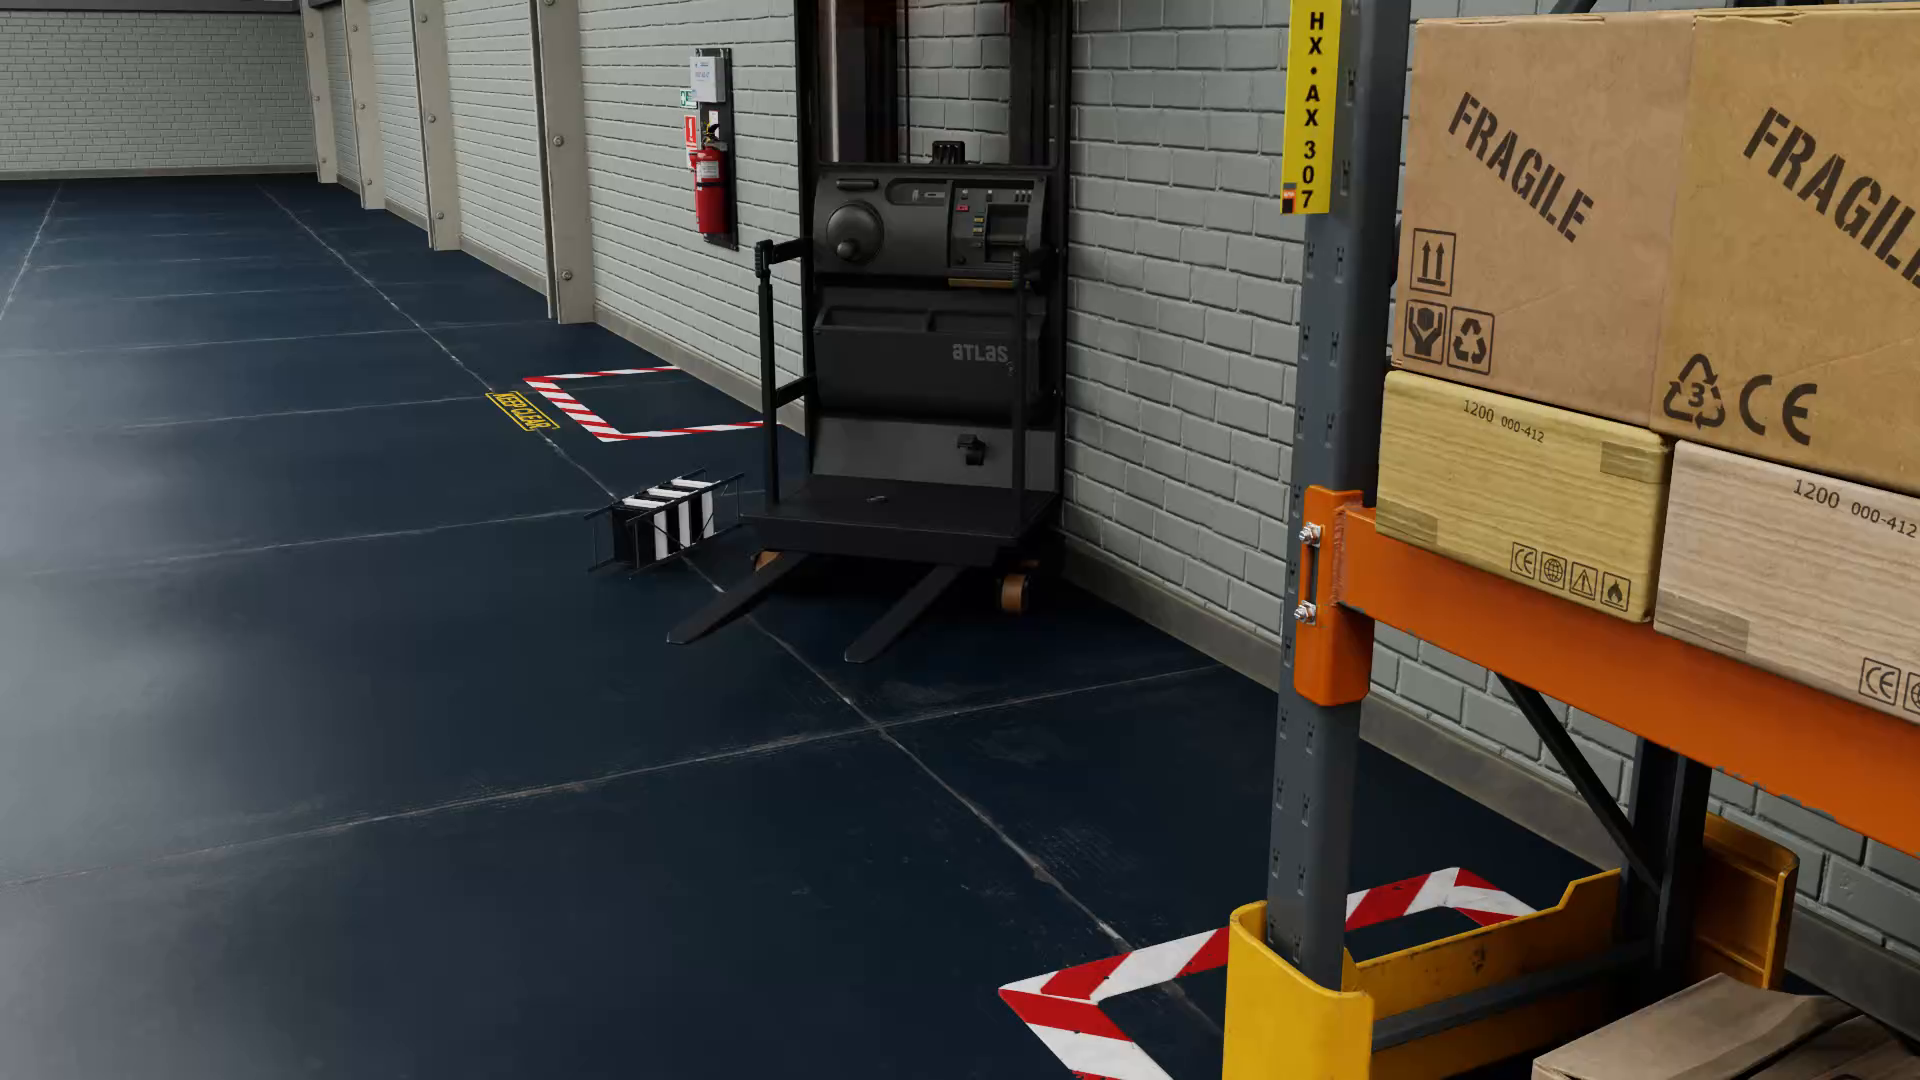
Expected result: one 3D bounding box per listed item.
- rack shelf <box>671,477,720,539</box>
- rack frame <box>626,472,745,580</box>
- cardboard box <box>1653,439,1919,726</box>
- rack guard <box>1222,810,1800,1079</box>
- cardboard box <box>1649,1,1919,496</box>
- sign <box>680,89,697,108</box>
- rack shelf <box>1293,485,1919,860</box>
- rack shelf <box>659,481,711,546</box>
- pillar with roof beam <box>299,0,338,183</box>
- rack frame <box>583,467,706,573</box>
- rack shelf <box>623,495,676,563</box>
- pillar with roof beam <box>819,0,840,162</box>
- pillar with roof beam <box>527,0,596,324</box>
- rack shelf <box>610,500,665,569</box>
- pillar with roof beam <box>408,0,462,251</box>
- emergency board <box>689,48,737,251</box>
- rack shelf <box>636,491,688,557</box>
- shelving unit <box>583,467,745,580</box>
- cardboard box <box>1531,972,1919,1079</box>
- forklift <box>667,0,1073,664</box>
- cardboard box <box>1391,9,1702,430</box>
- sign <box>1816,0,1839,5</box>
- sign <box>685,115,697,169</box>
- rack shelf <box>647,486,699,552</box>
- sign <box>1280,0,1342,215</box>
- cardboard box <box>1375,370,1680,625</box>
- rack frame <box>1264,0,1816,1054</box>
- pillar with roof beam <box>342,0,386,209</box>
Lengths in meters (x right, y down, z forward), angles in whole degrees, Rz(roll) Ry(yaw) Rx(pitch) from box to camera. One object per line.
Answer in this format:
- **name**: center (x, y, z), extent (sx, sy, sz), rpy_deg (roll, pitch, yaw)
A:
- **rack shelf**: center (-1.139, -0.137, 7.196), extent (0.200, 0.258, 0.077), rpy_deg (7, 17, 23)
- **rack frame**: center (-1.131, -0.072, 6.969), extent (0.006, 0.240, 0.900), rpy_deg (7, 17, 23)
- **cardboard box**: center (1.206, 0.025, 1.960), extent (0.500, 0.250, 0.500), rpy_deg (-8, 18, -27)
- **rack guard**: center (1.070, 0.897, 3.219), extent (1.175, 0.500, 0.348), rpy_deg (-8, 18, -25)
- **cardboard box**: center (1.183, -0.343, 1.884), extent (0.500, 0.500, 0.500), rpy_deg (-8, 18, -25)
- **sign**: center (-1.711, -2.779, 10.471), extent (0.001, 0.109, 0.331), rpy_deg (-8, 18, -25)
- **rack shelf**: center (1.913, 0.518, 1.311), extent (1.077, 0.370, 4.000), rpy_deg (-8, 18, -25)
- **rack shelf**: center (-1.175, -0.115, 7.117), extent (0.200, 0.258, 0.077), rpy_deg (7, 17, 23)
- **pillar with roof beam**: center (-14.892, -10.057, 25.981), extent (9.100, 9.000, 0.400), rpy_deg (-8, 18, -25)
- **rack frame**: center (-1.317, -0.095, 7.047), extent (0.006, 0.240, 0.900), rpy_deg (7, 17, 23)
- **rack shelf**: center (-1.283, -0.046, 6.879), extent (0.200, 0.258, 0.077), rpy_deg (7, 17, 23)
- **pillar with roof beam**: center (-4.377, -4.106, 5.244), extent (9.100, 9.000, 0.400), rpy_deg (-8, 18, -25)
- **pillar with roof beam**: center (-7.006, -5.593, 10.428), extent (9.100, 9.000, 0.400), rpy_deg (-8, 18, -25)
- **rack shelf**: center (-1.319, -0.024, 6.800), extent (0.200, 0.258, 0.077), rpy_deg (7, 17, 23)
- **pillar with roof beam**: center (-9.634, -7.081, 15.612), extent (9.100, 9.000, 0.400), rpy_deg (-8, 18, -25)
- **emergency board**: center (-1.556, -2.360, 10.035), extent (0.194, 1.169, 0.643), rpy_deg (-8, 18, -25)
- **rack shelf**: center (-1.247, -0.069, 6.958), extent (0.200, 0.258, 0.077), rpy_deg (7, 17, 23)
- **shelving unit**: center (-1.224, -0.083, 7.008), extent (0.210, 0.258, 0.900), rpy_deg (7, 17, 23)
- **cardboard box**: center (1.259, 0.940, 2.615), extent (0.500, 0.311, 0.500), rpy_deg (-10, 19, -31)
- **forklift**: center (-0.182, -1.243, 6.268), extent (1.130, 2.935, 3.031), rpy_deg (5, 17, 16)
- **cardboard box**: center (0.976, -0.467, 2.316), extent (0.500, 0.500, 0.500), rpy_deg (-8, 18, -25)
- **sign**: center (1.545, -1.094, 2.953), extent (0.100, 0.325, 0.005), rpy_deg (-8, 18, -25)
- **sign**: center (-1.705, -2.526, 10.551), extent (0.001, 0.329, 0.234), rpy_deg (-8, 18, -25)
- **rack shelf**: center (-1.211, -0.092, 7.037), extent (0.200, 0.258, 0.077), rpy_deg (7, 17, 23)
- **sign**: center (0.549, -0.674, 2.592), extent (0.100, 0.325, 0.005), rpy_deg (-8, 18, -25)
- **cardboard box**: center (0.965, -0.102, 2.403), extent (0.500, 0.250, 0.500), rpy_deg (-8, 18, -27)
- **rack frame**: center (1.037, -0.324, 2.940), extent (1.000, 3.000, 0.127), rpy_deg (-8, 18, -25)
- **pillar with roof beam**: center (-12.263, -8.569, 20.797), extent (9.100, 9.000, 0.400), rpy_deg (-8, 18, -25)
